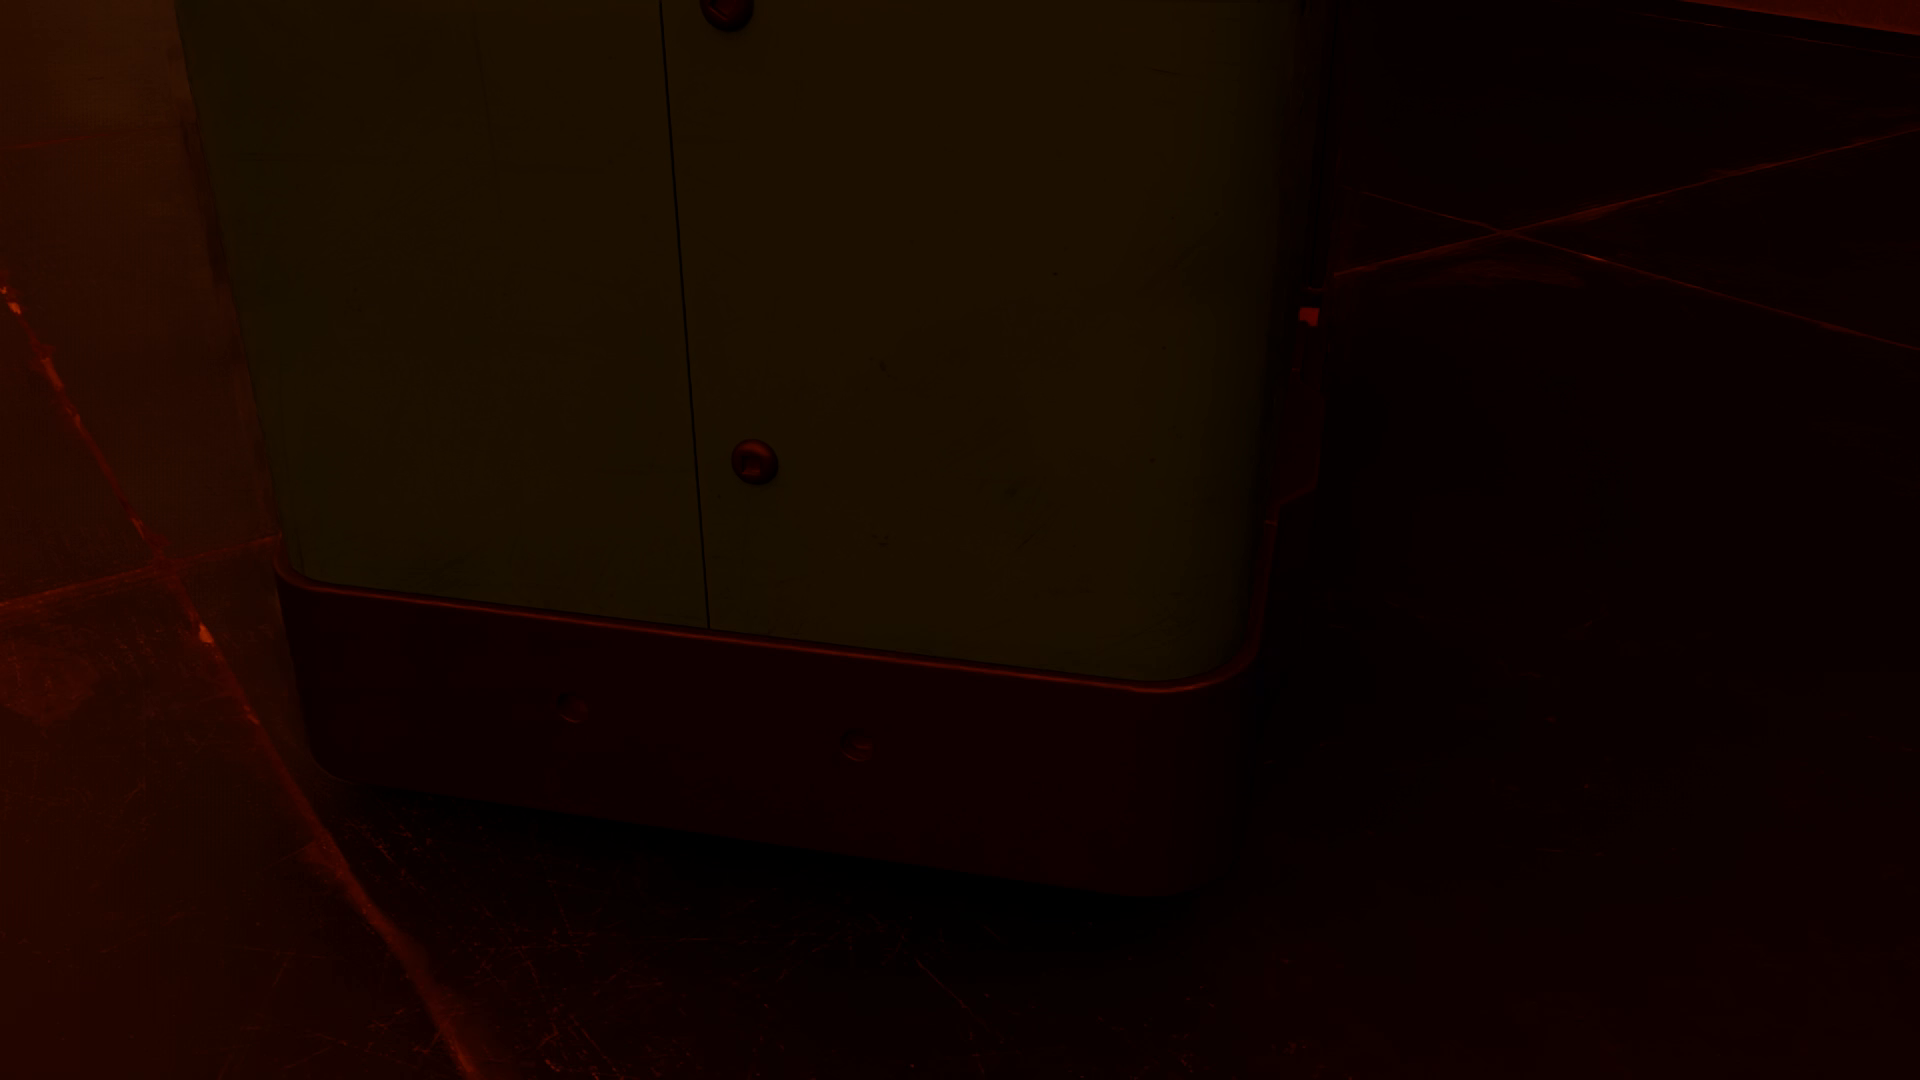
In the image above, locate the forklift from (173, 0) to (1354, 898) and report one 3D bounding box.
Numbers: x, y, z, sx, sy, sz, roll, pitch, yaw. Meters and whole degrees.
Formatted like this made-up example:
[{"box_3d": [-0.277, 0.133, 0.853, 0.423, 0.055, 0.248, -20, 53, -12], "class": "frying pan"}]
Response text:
[{"box_3d": [0.101, -1.598, 2.417, 1.130, 2.935, 3.031, 6, 27, 12], "class": "forklift"}]
